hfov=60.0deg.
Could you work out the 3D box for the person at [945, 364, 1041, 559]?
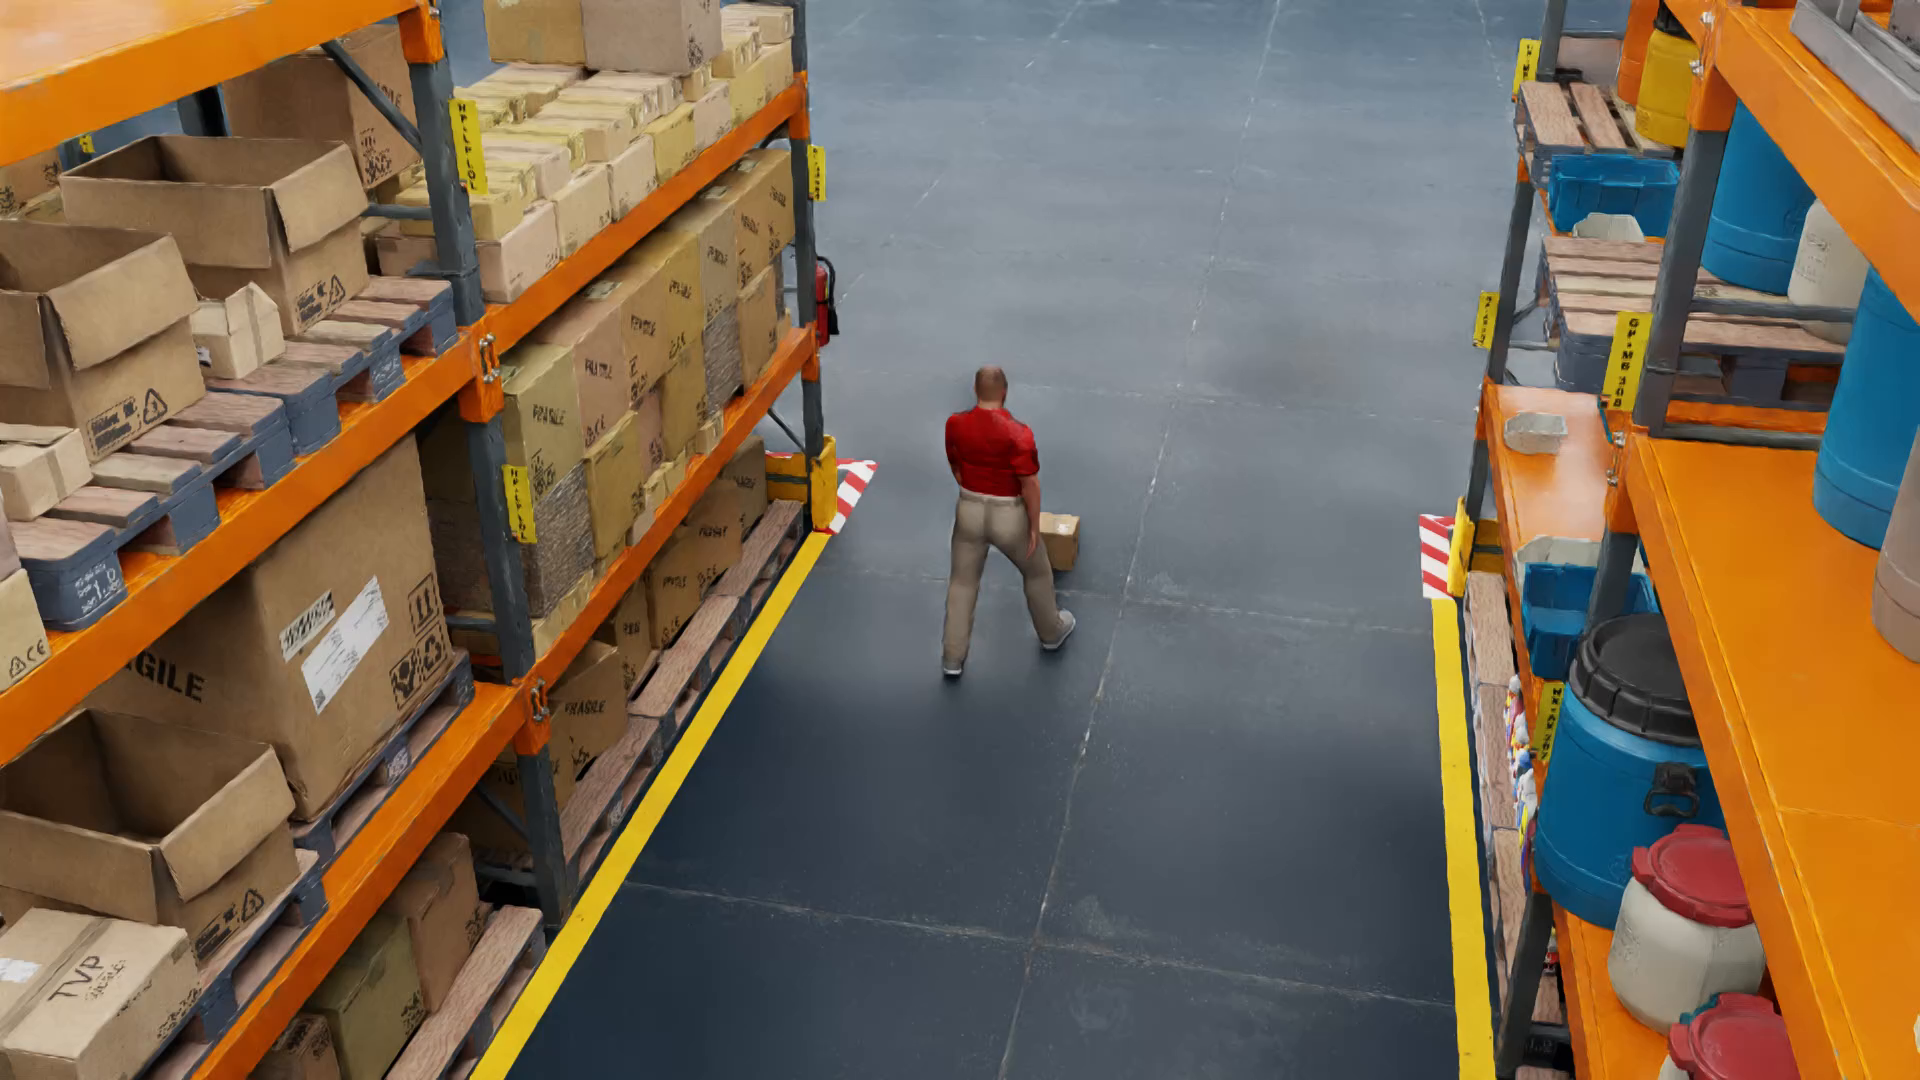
[{"bbox_3d":[0.196,-0.447,8.734,0.564,1.004,0.366,10,30,17],"label":"person"}]
